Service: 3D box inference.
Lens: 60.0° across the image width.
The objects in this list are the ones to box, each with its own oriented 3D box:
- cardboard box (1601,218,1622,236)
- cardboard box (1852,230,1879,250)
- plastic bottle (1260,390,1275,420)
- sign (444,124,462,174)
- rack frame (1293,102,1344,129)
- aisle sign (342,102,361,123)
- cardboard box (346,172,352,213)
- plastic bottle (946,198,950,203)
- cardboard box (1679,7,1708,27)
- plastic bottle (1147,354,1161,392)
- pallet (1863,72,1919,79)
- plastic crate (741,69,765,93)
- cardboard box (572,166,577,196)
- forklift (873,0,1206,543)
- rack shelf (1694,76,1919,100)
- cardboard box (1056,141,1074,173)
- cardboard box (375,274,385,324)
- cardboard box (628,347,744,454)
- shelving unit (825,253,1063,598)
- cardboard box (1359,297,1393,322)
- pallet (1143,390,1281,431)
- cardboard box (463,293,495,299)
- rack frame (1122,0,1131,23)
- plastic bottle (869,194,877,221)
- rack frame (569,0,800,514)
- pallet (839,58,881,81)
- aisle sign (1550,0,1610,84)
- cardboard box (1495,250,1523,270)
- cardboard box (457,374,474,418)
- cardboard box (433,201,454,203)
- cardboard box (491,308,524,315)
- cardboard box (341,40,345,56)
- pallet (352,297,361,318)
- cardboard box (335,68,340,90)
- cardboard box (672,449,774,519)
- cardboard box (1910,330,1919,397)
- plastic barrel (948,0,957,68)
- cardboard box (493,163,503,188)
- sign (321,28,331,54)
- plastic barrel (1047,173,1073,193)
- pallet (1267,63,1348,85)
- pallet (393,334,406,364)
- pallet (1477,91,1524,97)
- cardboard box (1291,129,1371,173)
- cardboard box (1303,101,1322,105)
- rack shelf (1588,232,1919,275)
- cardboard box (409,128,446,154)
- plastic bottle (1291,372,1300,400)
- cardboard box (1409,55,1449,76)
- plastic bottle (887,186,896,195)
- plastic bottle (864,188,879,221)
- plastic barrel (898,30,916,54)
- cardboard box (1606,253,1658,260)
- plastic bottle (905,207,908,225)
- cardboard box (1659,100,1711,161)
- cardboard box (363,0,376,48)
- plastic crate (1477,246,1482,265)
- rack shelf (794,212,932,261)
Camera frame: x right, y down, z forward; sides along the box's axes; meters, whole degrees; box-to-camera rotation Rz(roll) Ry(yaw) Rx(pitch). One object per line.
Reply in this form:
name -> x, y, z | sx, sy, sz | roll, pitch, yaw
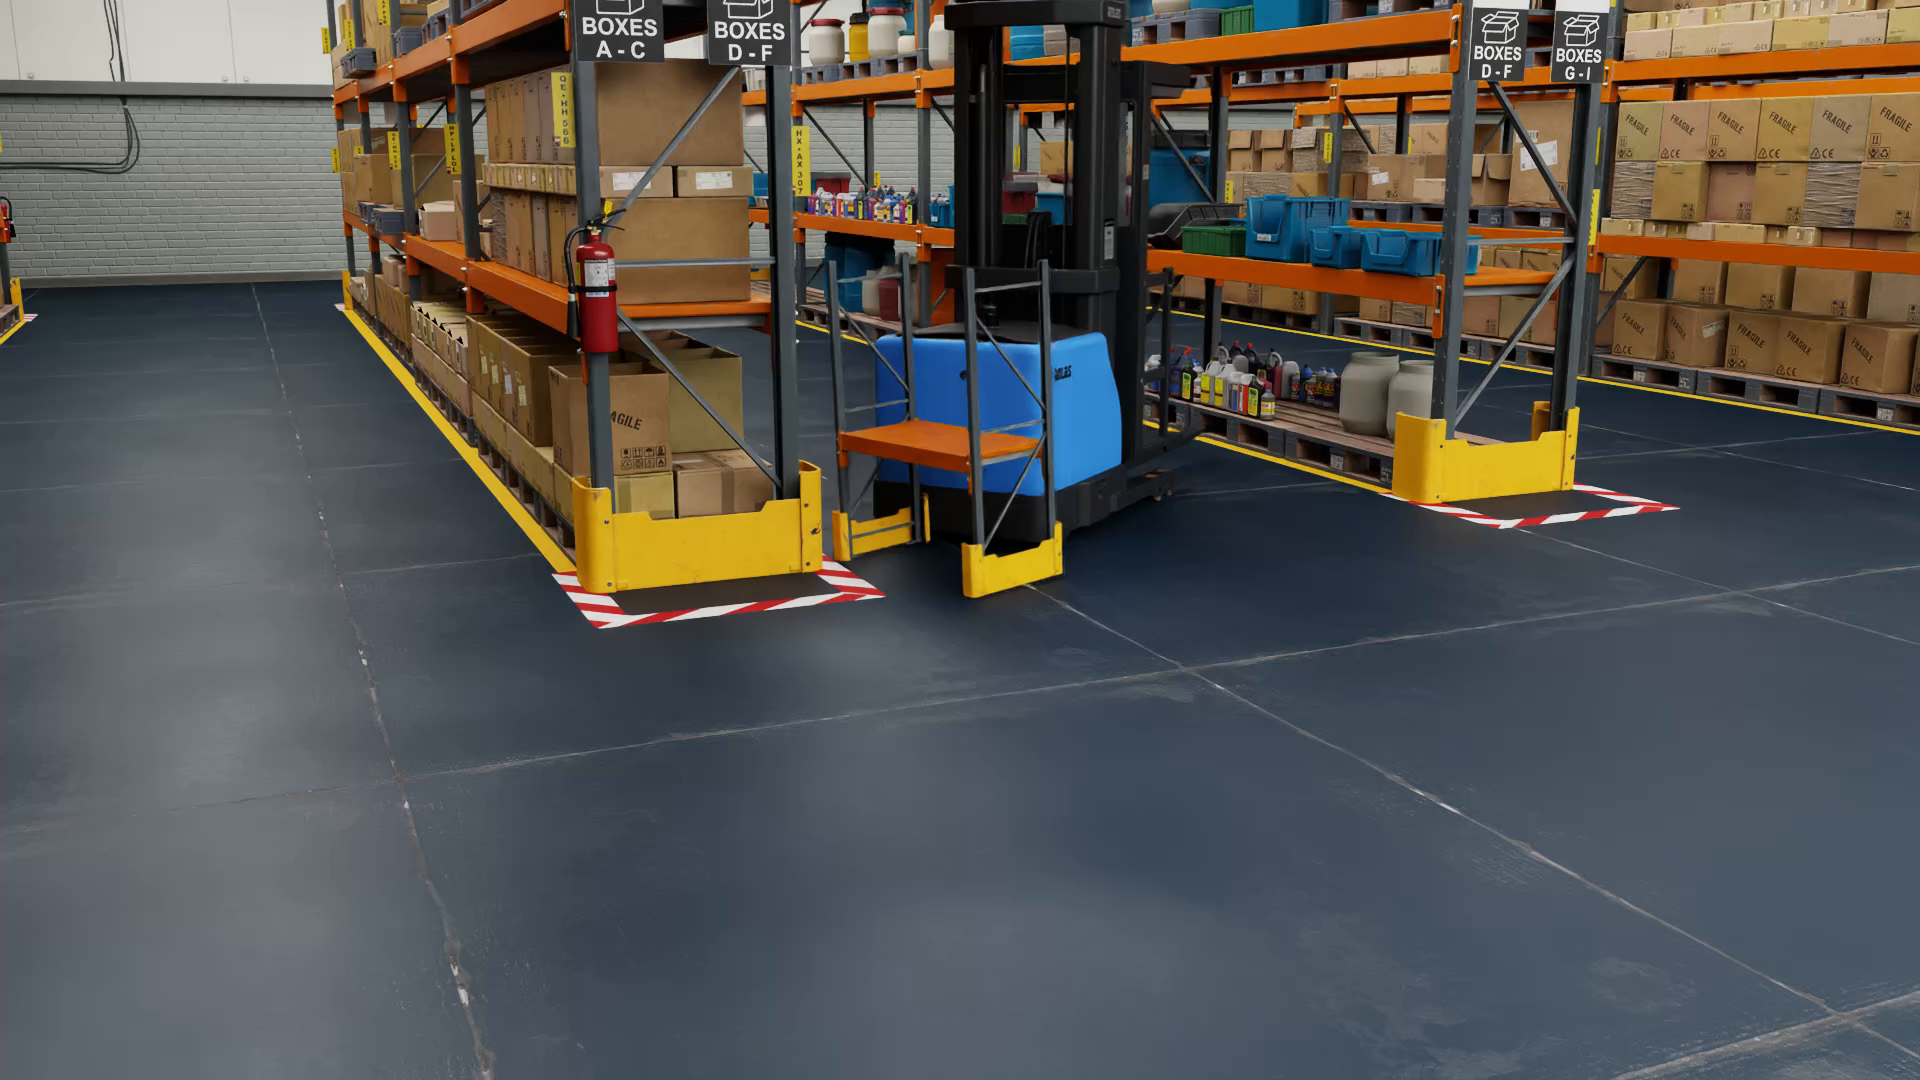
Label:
cardboard box -> 6.012, -2.826, 14.984 | 0.380, 0.149, 0.250 | -6, 14, -23
cardboard box -> 7.105, -2.318, 12.791 | 0.380, 0.149, 0.250 | -6, 14, -23
plastic bottle -> 2.128, -0.937, 11.496 | 0.097, 0.201, 0.097 | 0, 13, 0
sign -> -3.371, -2.600, 11.060 | 0.100, 0.325, 0.005 | -6, 14, -23
rack frame -> 5.979, -5.926, 27.822 | 1.000, 3.000, 0.127 | -6, 14, -23
aisle sign -> -7.981, -5.859, 21.767 | 0.394, 0.787, 0.004 | -6, 14, -23
cardboard box -> -7.338, -4.328, 20.696 | 0.500, 0.500, 0.500 | -6, 14, -23
plastic bottle -> -0.106, -3.636, 18.185 | 0.061, 0.283, 0.133 | -6, 14, -23
cardboard box -> 6.308, -4.400, 14.026 | 0.380, 0.149, 0.250 | -6, 14, -23
plastic bottle -> 1.543, -1.290, 12.856 | 0.152, 0.276, 0.135 | -5, 14, -21
pallet -> 10.374, -5.000, 17.593 | 0.805, 0.209, 1.217 | -6, 14, -25
plastic crate -> -2.784, -6.142, 22.242 | 0.504, 0.338, 0.767 | -6, 14, -23
cardboard box -> -1.709, -1.780, 8.247 | 0.380, 0.149, 0.250 | -5, 14, -22
forklift -> 0.657, -1.694, 9.689 | 1.130, 2.935, 3.031 | 7, 15, 26
rack shelf -> 9.985, -4.971, 18.639 | 1.077, 0.370, 4.000 | -6, 14, -23
cardboard box -> 1.752, -5.603, 24.435 | 0.500, 0.500, 0.500 | -6, 14, -24
cardboard box -> -6.111, -2.653, 18.249 | 0.500, 0.500, 0.500 | -6, 14, -26
cardboard box -> -1.488, -0.764, 9.021 | 0.500, 0.500, 0.500 | -6, 14, -23
shelving unit -> -0.100, -0.598, 8.051 | 0.587, 1.500, 1.083 | -14, 18, -39
cardboard box -> 4.885, -2.706, 18.478 | 0.700, 0.500, 0.500 | -6, 15, -26
pallet -> 1.894, -1.071, 13.031 | 1.003, 0.211, 1.213 | -6, 14, -23
cardboard box -> -4.400, -2.069, 15.723 | 0.500, 0.500, 0.500 | -5, 14, -21
rack frame -> 1.663, -5.495, 12.656 | 1.000, 3.000, 0.127 | -6, 14, -23
plastic bottle -> -0.950, -3.623, 18.131 | 0.061, 0.283, 0.133 | -6, 14, -23
rack frame -> -1.275, -1.299, 7.832 | 1.000, 3.000, 0.127 | -6, 14, -23
pallet -> -0.681, -5.207, 18.483 | 1.003, 0.211, 1.213 | -6, 14, -23
aisle sign -> 3.562, -3.024, 9.518 | 0.394, 0.787, 0.004 | -6, 14, -23
cardboard box -> 7.848, -3.801, 23.251 | 0.500, 0.500, 0.500 | -5, 14, -20
cardboard box -> -3.309, -1.050, 11.922 | 0.500, 0.250, 0.500 | -6, 14, -24
cardboard box -> -4.374, -2.830, 14.641 | 0.500, 0.311, 0.500 | -5, 14, -19
cardboard box -> -3.630, -1.793, 13.888 | 0.500, 0.311, 0.500 | -6, 14, -23
cardboard box -> -6.921, -5.693, 19.389 | 0.500, 0.250, 0.500 | -6, 14, -23
pallet -> -7.333, -3.066, 21.650 | 1.003, 0.211, 1.213 | -6, 14, -23
cardboard box -> -7.523, -5.760, 20.784 | 0.500, 0.250, 0.500 | -6, 14, -23
cardboard box -> -1.286, -0.295, 8.660 | 0.500, 0.250, 0.500 | -6, 14, -23
cardboard box -> 7.569, -1.311, 12.493 | 0.500, 0.500, 0.500 | -3, 13, -13
plastic barrel -> 0.191, -4.915, 15.690 | 0.600, 0.901, 0.600 | 0, 13, 0
cardboard box -> -2.741, -2.312, 10.549 | 0.380, 0.149, 0.250 | -6, 14, -24
sign -> -8.181, -6.443, 21.466 | 0.100, 0.325, 0.005 | -6, 14, -23
plastic barrel -> 1.013, -3.097, 15.297 | 0.433, 0.535, 0.433 | 0, 13, 0
pallet -> 4.292, -5.344, 19.073 | 1.213, 0.211, 1.003 | -5, 14, -20
pallet -> -5.229, -2.003, 17.056 | 1.003, 0.211, 1.213 | -6, 14, -23
pallet -> 7.731, -6.332, 23.342 | 1.213, 0.211, 1.003 | -6, 14, -23
cardboard box -> 4.321, -4.536, 19.370 | 0.797, 0.503, 0.637 | -5, 14, -21
cardboard box -> 5.925, -7.199, 27.001 | 0.500, 0.250, 0.500 | -5, 14, -21
rack shelf -> 7.002, -2.256, 13.561 | 1.077, 0.370, 4.000 | -6, 14, -23
cardboard box -> -6.013, -4.437, 18.950 | 0.500, 0.500, 0.500 | -5, 14, -21
plastic bottle -> 2.525, -1.154, 12.434 | 0.097, 0.201, 0.097 | 0, 13, 0
cardboard box -> 4.974, -4.903, 17.082 | 0.500, 0.250, 0.500 | -5, 14, -22
plastic bottle -> -0.800, -4.003, 19.621 | 0.144, 0.351, 0.185 | -6, 14, -23
plastic bottle -> -0.976, -3.693, 18.281 | 0.144, 0.351, 0.185 | -6, 14, -23
plastic barrel -> -0.503, -5.206, 17.433 | 0.301, 0.262, 0.301 | 0, 13, 0
cardboard box -> 8.670, -3.743, 21.339 | 0.500, 0.250, 0.500 | -6, 14, -24
plastic bottle -> -0.522, -3.373, 17.230 | 0.097, 0.201, 0.097 | 0, 13, 0
cardboard box -> 6.350, -3.481, 14.161 | 0.500, 0.500, 0.500 | -6, 14, -23
cardboard box -> -5.948, -5.431, 17.657 | 0.600, 0.600, 0.600 | -7, 15, -28
plastic crate -> 3.201, -1.831, 10.715 | 0.298, 0.136, 0.250 | -6, 14, -23
rack shelf -> -0.741, -3.462, 18.769 | 1.077, 0.370, 4.000 | -6, 14, -23
